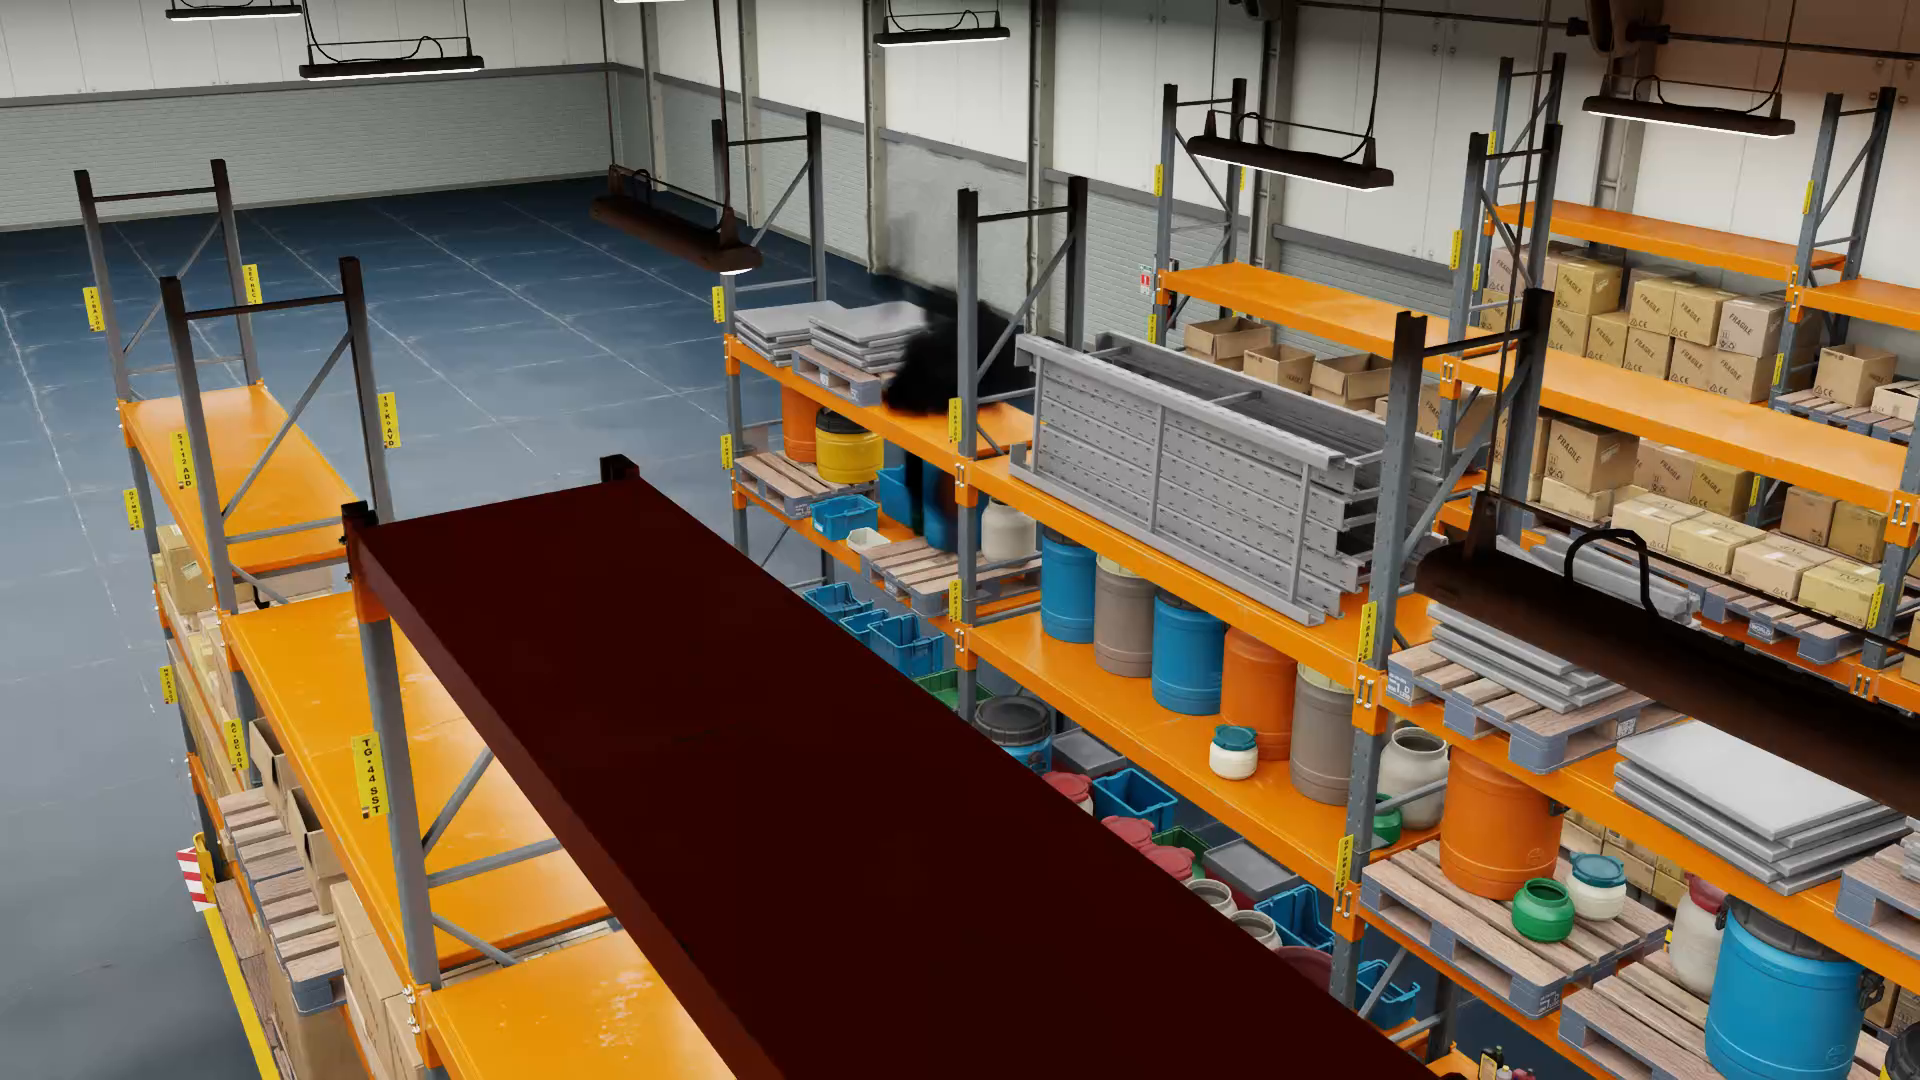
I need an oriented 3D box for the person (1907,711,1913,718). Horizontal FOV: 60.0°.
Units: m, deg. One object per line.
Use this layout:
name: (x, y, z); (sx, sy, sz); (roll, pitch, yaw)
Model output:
person: (8.290, 1.897, 14.263); (0.683, 1.789, 0.982); (-16, 27, -35)
